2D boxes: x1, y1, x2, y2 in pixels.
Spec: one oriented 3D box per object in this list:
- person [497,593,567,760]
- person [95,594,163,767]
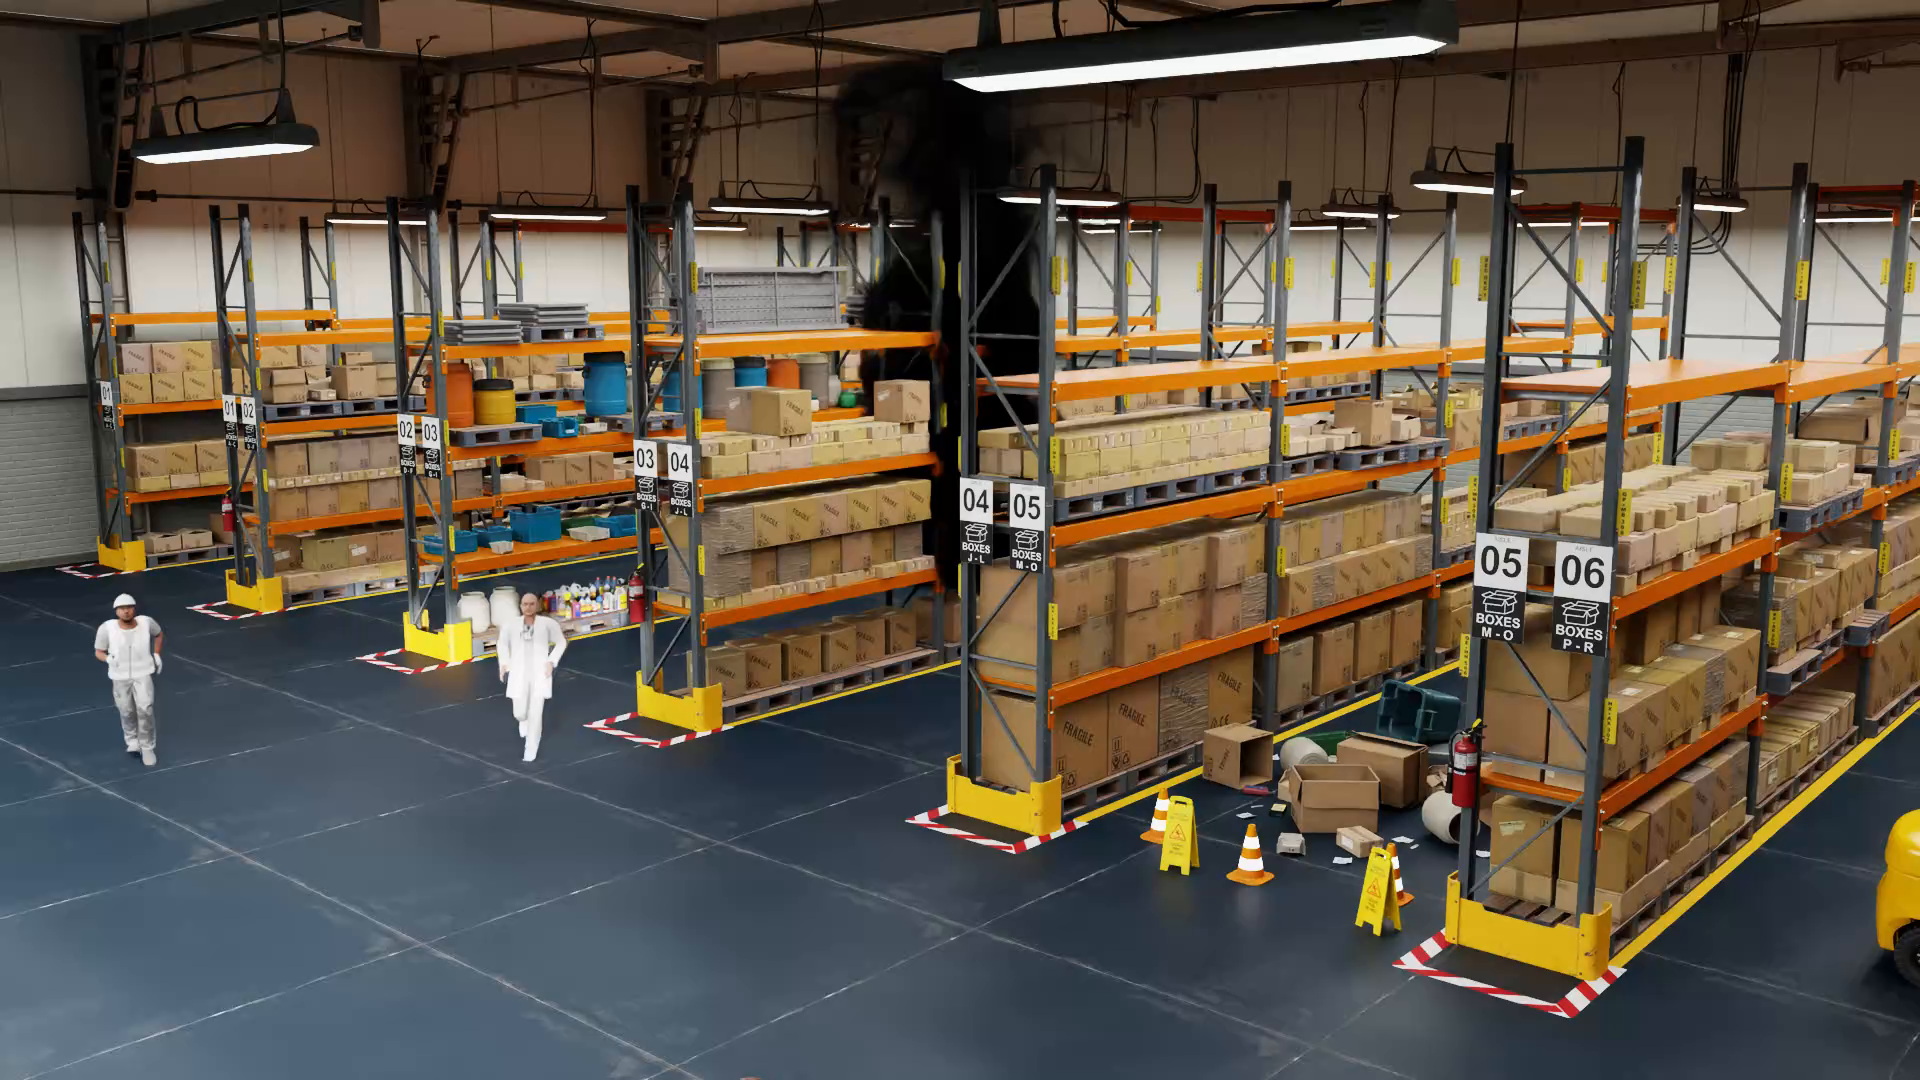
[{"bbox_3d":[-4.528,1.417,17.620,0.726,1.740,0.681,-1,10,-7],"label":"person"},{"bbox_3d":[-8.606,1.445,17.267,0.619,1.817,0.805,-4,10,-21],"label":"person"}]
